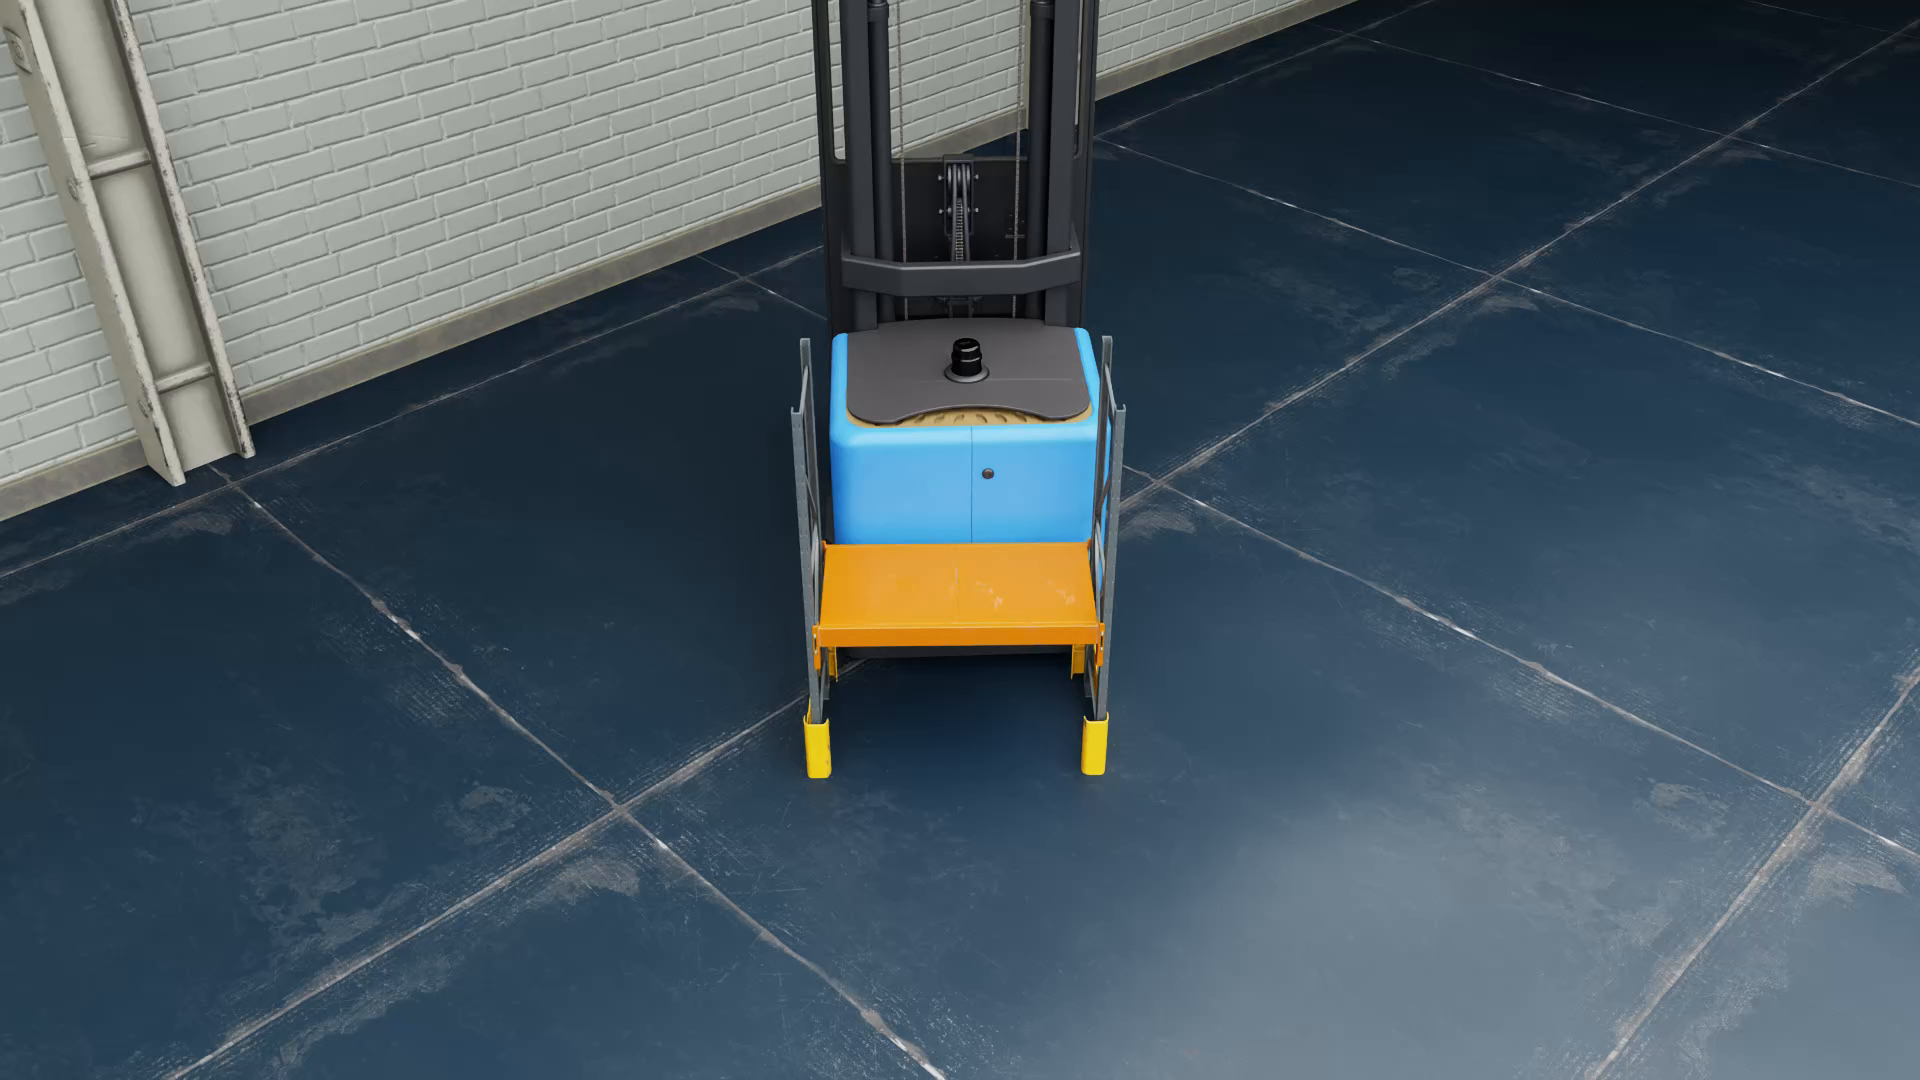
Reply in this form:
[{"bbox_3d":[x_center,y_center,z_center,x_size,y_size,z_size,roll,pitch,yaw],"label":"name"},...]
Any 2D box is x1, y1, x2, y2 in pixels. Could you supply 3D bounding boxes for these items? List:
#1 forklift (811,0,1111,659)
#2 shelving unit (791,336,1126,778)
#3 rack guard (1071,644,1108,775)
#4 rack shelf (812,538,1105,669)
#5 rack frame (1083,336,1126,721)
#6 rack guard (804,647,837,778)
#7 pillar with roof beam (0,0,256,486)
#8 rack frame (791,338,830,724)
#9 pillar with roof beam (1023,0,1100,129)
[{"bbox_3d":[-0.030,-1.558,6.921,1.130,2.935,3.031,-2,35,-2],"label":"forklift"},{"bbox_3d":[-0.018,0.074,5.833,1.083,1.500,0.587,-1,35,-1],"label":"shelving unit"},{"bbox_3d":[0.480,0.582,6.198,0.087,0.250,0.587,-1,35,-1],"label":"rack guard"},{"bbox_3d":[-0.009,0.221,5.936,1.000,0.185,0.538,-1,35,-1],"label":"rack shelf"},{"bbox_3d":[0.500,0.069,5.840,0.032,1.500,0.500,-1,35,-1],"label":"rack frame"},{"bbox_3d":[-0.516,0.591,6.184,0.087,0.250,0.587,-1,35,-1],"label":"rack guard"},{"bbox_3d":[-0.505,-2.341,2.740,9.100,9.000,0.400,30,45,35],"label":"pillar with roof beam"},{"bbox_3d":[-0.517,0.078,5.827,0.032,1.500,0.500,-1,35,-1],"label":"rack frame"},{"bbox_3d":[3.723,-4.777,6.233,9.100,9.000,0.400,30,45,35],"label":"pillar with roof beam"}]
